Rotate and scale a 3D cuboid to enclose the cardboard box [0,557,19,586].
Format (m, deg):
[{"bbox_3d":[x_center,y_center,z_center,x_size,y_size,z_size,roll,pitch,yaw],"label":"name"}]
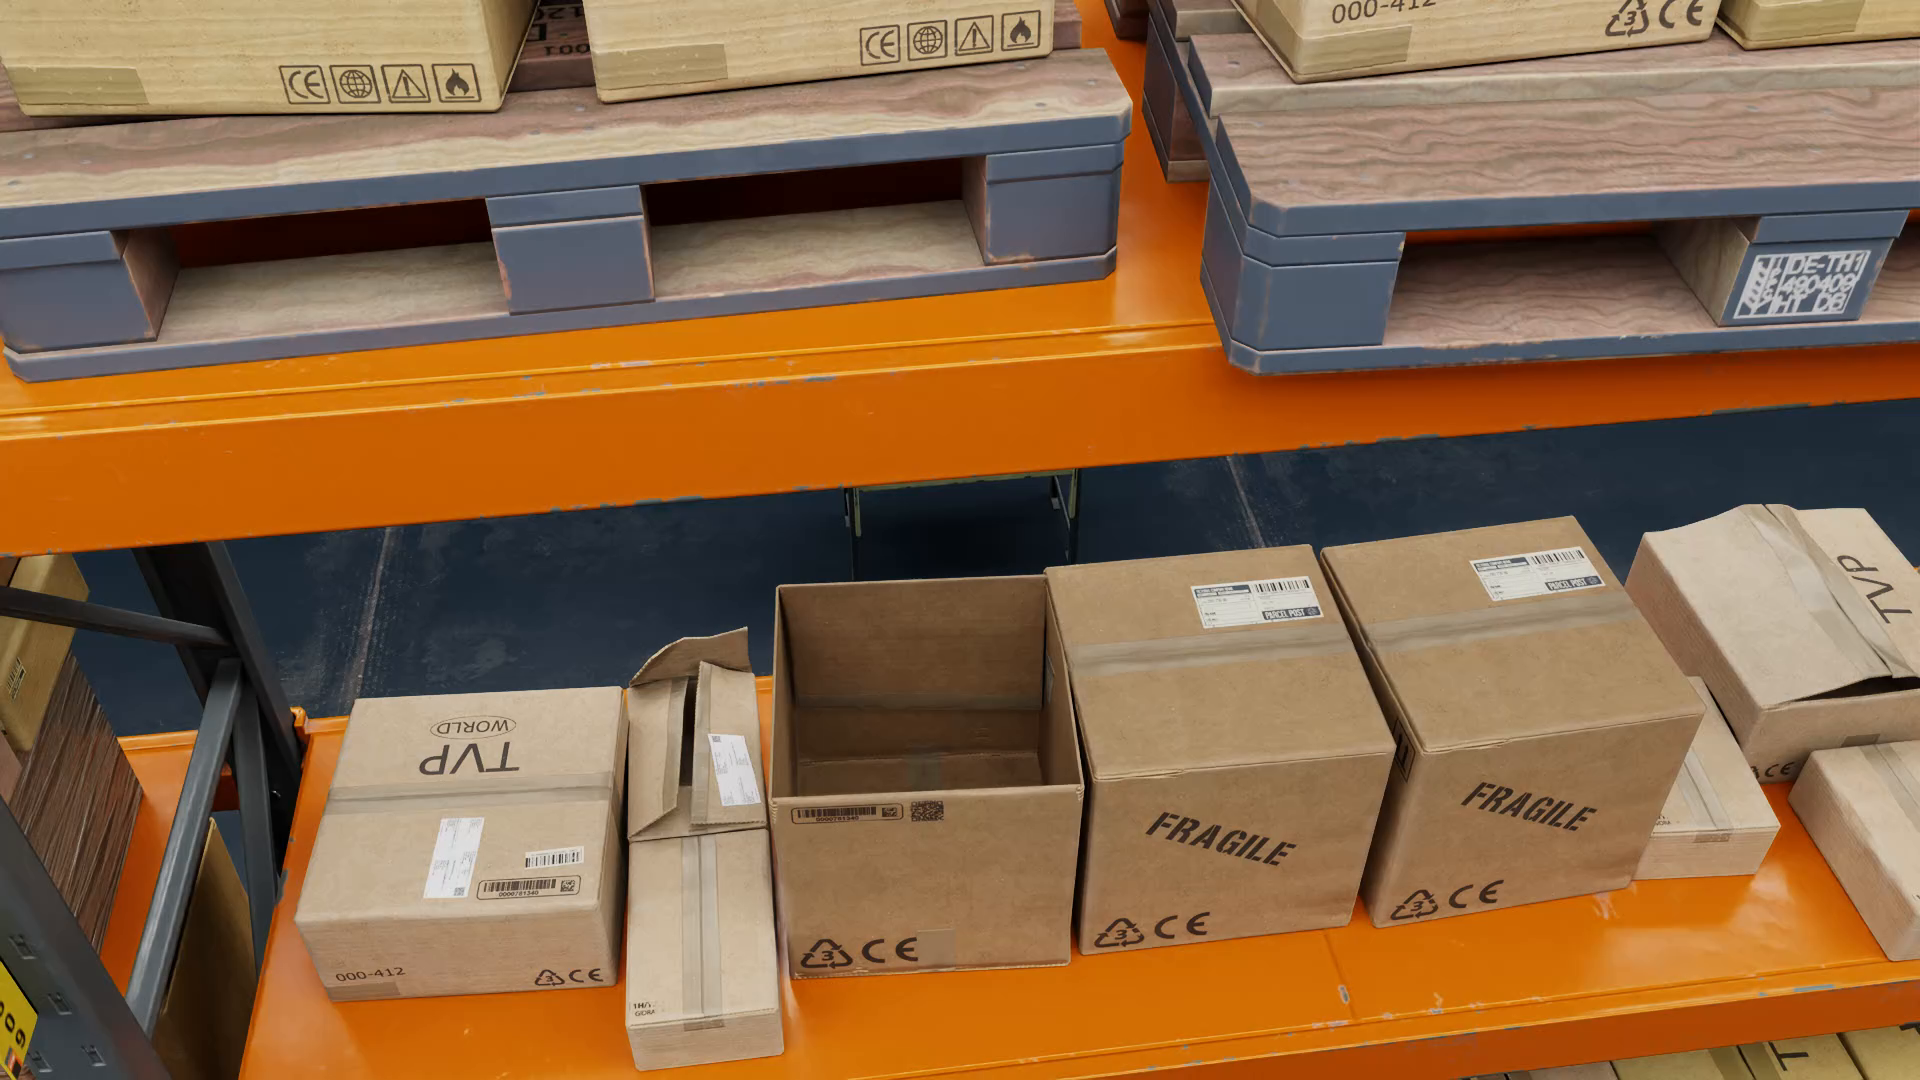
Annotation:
[{"bbox_3d":[-1.791,0.082,2.377,0.500,0.500,0.700,-5,42,-5],"label":"cardboard box"}]

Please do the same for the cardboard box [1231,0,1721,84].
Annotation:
[{"bbox_3d":[0.552,-0.782,1.936,0.500,0.250,0.500,-8,43,-9],"label":"cardboard box"}]

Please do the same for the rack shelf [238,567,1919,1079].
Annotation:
[{"bbox_3d":[0.631,0.651,3.326,4.000,0.370,1.077,-5,42,-6],"label":"rack shelf"}]

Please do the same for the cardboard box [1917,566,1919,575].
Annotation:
[{"bbox_3d":[2.248,0.246,3.304,0.500,0.311,0.500,-3,42,-3],"label":"cardboard box"}]

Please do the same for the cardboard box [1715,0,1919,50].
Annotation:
[{"bbox_3d":[1.086,-0.827,1.987,0.500,0.250,0.500,-6,42,-6],"label":"cardboard box"}]

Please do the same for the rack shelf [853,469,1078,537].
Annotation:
[{"bbox_3d":[-0.007,-0.314,5.465,0.720,0.370,0.431,-5,42,-6],"label":"rack shelf"}]

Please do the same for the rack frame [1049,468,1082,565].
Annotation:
[{"bbox_3d":[0.356,-0.588,5.282,0.023,1.500,0.400,-5,42,-6],"label":"rack frame"}]

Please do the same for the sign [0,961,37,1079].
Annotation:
[{"bbox_3d":[-1.279,0.575,2.167,0.005,0.325,0.100,-5,42,-6],"label":"sign"}]

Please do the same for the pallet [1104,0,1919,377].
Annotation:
[{"bbox_3d":[0.844,-0.616,2.095,1.213,0.211,1.003,-3,42,-4],"label":"pallet"}]

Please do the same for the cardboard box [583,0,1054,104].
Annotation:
[{"bbox_3d":[-0.196,-0.753,1.904,0.500,0.250,0.500,-9,43,-10],"label":"cardboard box"}]

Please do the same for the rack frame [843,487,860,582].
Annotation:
[{"bbox_3d":[-0.370,-0.525,5.212,0.023,1.500,0.400,-5,42,-6],"label":"rack frame"}]

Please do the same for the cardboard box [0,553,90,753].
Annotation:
[{"bbox_3d":[-1.644,0.174,2.758,0.250,0.149,0.380,-5,42,-6],"label":"cardboard box"}]

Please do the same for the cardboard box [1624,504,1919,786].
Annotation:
[{"bbox_3d":[1.702,0.192,3.364,0.500,0.311,0.500,-5,42,-6],"label":"cardboard box"}]

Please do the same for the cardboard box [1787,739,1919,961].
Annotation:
[{"bbox_3d":[1.758,0.565,3.071,0.250,0.149,0.380,-5,42,-6],"label":"cardboard box"}]

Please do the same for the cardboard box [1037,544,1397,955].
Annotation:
[{"bbox_3d":[0.431,0.375,3.020,0.500,0.500,0.500,-5,42,-5],"label":"cardboard box"}]

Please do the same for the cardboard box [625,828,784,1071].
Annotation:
[{"bbox_3d":[-0.447,0.710,2.911,0.250,0.149,0.380,-5,42,-6],"label":"cardboard box"}]

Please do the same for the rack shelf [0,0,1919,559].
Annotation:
[{"bbox_3d":[0.631,-0.463,2.321,4.000,0.370,1.077,-5,42,-6],"label":"rack shelf"}]

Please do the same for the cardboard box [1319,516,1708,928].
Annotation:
[{"bbox_3d":[0.953,0.330,3.070,0.500,0.500,0.500,-7,43,-8],"label":"cardboard box"}]

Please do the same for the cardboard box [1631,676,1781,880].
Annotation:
[{"bbox_3d":[1.357,0.452,3.197,0.250,0.149,0.380,-2,42,-2],"label":"cardboard box"}]

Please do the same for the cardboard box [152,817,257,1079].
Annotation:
[{"bbox_3d":[-1.852,0.977,3.607,0.500,0.500,0.500,-5,42,-6],"label":"cardboard box"}]

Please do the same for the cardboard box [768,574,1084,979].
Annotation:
[{"bbox_3d":[-0.066,0.419,2.971,0.500,0.500,0.500,-2,42,-2],"label":"cardboard box"}]

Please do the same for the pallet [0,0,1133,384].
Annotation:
[{"bbox_3d":[-0.479,-0.570,2.046,1.217,0.209,0.805,-7,42,-7],"label":"pallet"}]

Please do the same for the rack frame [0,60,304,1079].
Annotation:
[{"bbox_3d":[-1.352,0.558,2.892,0.127,3.000,1.000,-5,42,-6],"label":"rack frame"}]

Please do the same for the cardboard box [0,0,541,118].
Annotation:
[{"bbox_3d":[-0.740,-0.704,1.849,0.500,0.250,0.500,-1,42,-1],"label":"cardboard box"}]

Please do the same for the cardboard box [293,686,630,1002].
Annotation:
[{"bbox_3d":[-0.869,0.542,3.022,0.500,0.250,0.500,-3,42,-3],"label":"cardboard box"}]

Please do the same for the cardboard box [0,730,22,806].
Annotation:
[{"bbox_3d":[-1.594,0.446,2.457,0.250,0.149,0.380,-5,42,-6],"label":"cardboard box"}]

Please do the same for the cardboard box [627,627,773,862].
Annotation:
[{"bbox_3d":[-0.504,0.409,3.157,0.258,0.266,0.396,-6,42,-7],"label":"cardboard box"}]

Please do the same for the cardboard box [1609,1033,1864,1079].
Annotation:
[{"bbox_3d":[1.612,1.126,3.583,0.500,0.311,0.500,-6,42,-6],"label":"cardboard box"}]

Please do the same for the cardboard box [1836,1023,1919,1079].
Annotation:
[{"bbox_3d":[2.127,1.076,3.638,0.500,0.311,0.500,-4,42,-4],"label":"cardboard box"}]

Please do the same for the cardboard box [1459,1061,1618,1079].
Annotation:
[{"bbox_3d":[1.111,1.168,3.537,0.500,0.311,0.500,-5,42,-6],"label":"cardboard box"}]

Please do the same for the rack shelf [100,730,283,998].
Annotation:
[{"bbox_3d":[-3.335,0.999,2.941,4.000,0.370,1.077,-5,42,-6],"label":"rack shelf"}]

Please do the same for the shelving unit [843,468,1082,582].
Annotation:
[{"bbox_3d":[-0.007,-0.556,5.247,0.755,1.500,0.431,-5,42,-6],"label":"shelving unit"}]

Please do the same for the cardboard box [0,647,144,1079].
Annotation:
[{"bbox_3d":[-1.791,0.563,2.811,0.500,0.500,0.700,-6,42,-7],"label":"cardboard box"}]
